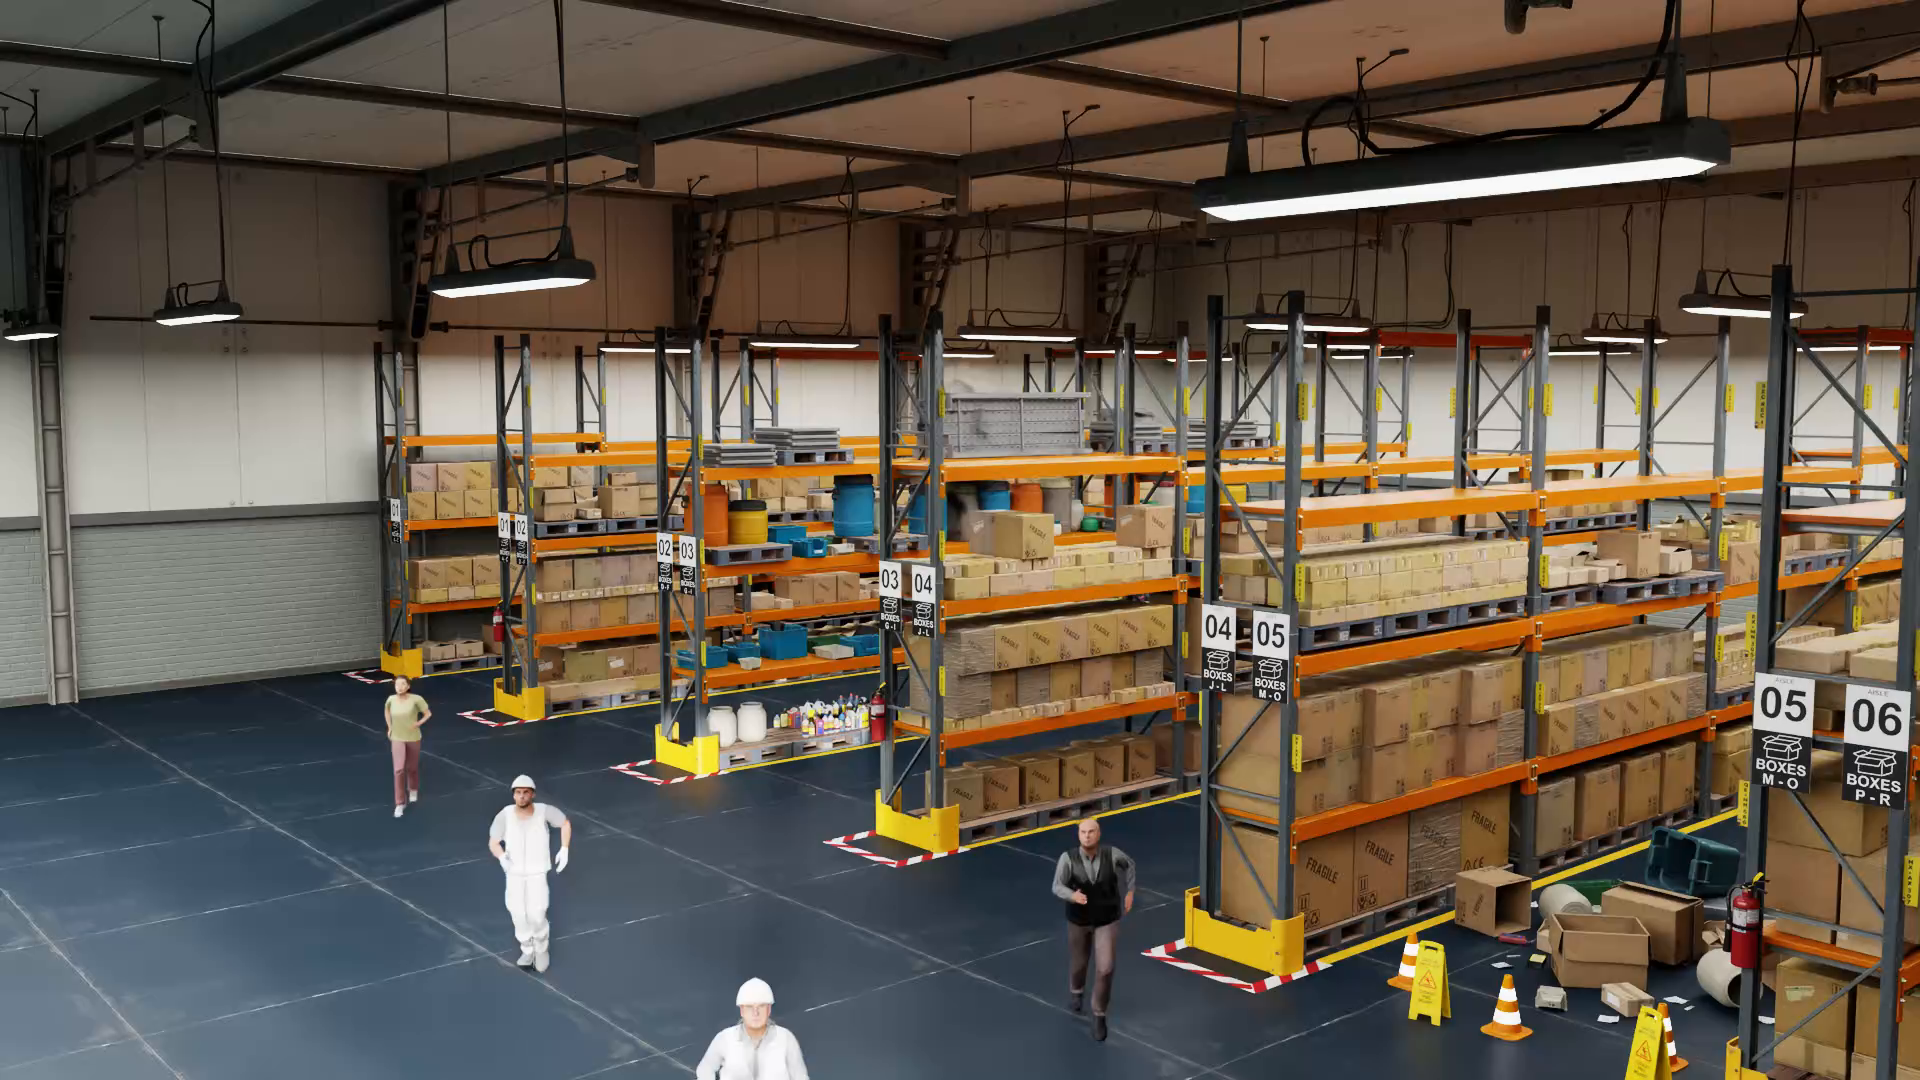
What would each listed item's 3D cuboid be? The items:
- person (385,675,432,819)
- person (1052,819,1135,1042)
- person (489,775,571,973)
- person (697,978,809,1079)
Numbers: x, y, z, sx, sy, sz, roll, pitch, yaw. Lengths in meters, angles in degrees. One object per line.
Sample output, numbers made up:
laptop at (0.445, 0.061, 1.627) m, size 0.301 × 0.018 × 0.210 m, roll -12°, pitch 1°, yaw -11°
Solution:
person at (-6.758, 2.472, 20.377) m, size 0.572 × 1.702 × 0.840 m, roll -1°, pitch 5°, yaw -11°
person at (1.074, 3.096, 13.390) m, size 0.663 × 1.759 × 0.887 m, roll 1°, pitch 5°, yaw 6°
person at (-3.803, 2.955, 14.648) m, size 0.676 × 1.785 × 0.676 m, roll -1°, pitch 5°, yaw -6°
person at (-1.195, 3.425, 9.672) m, size 0.652 × 1.728 × 0.569 m, roll -1°, pitch 5°, yaw -10°
